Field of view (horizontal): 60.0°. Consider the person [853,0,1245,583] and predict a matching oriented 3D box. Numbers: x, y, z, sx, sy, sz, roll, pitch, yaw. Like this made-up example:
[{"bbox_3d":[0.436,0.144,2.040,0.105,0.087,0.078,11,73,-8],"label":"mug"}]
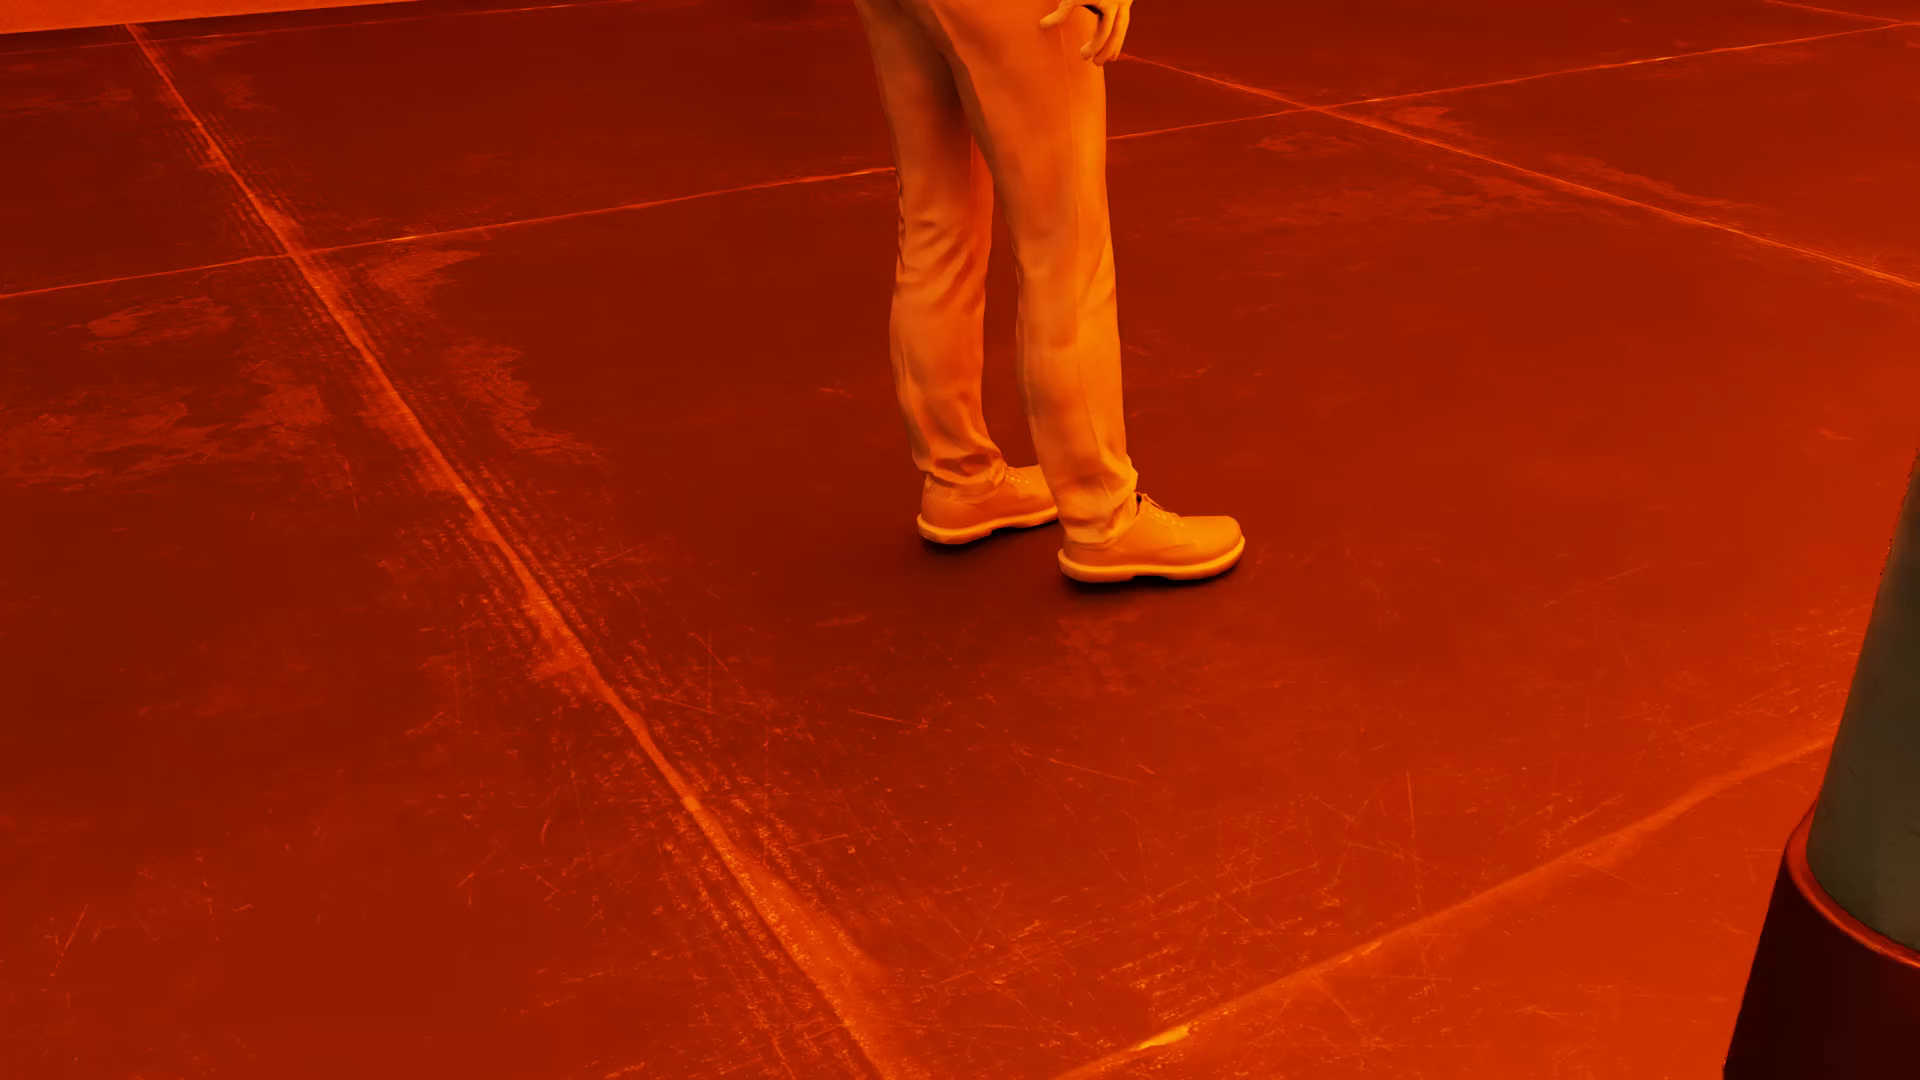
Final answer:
[{"bbox_3d":[0.062,-0.775,2.139,0.531,1.695,0.588,-15,30,-26],"label":"person"}]
